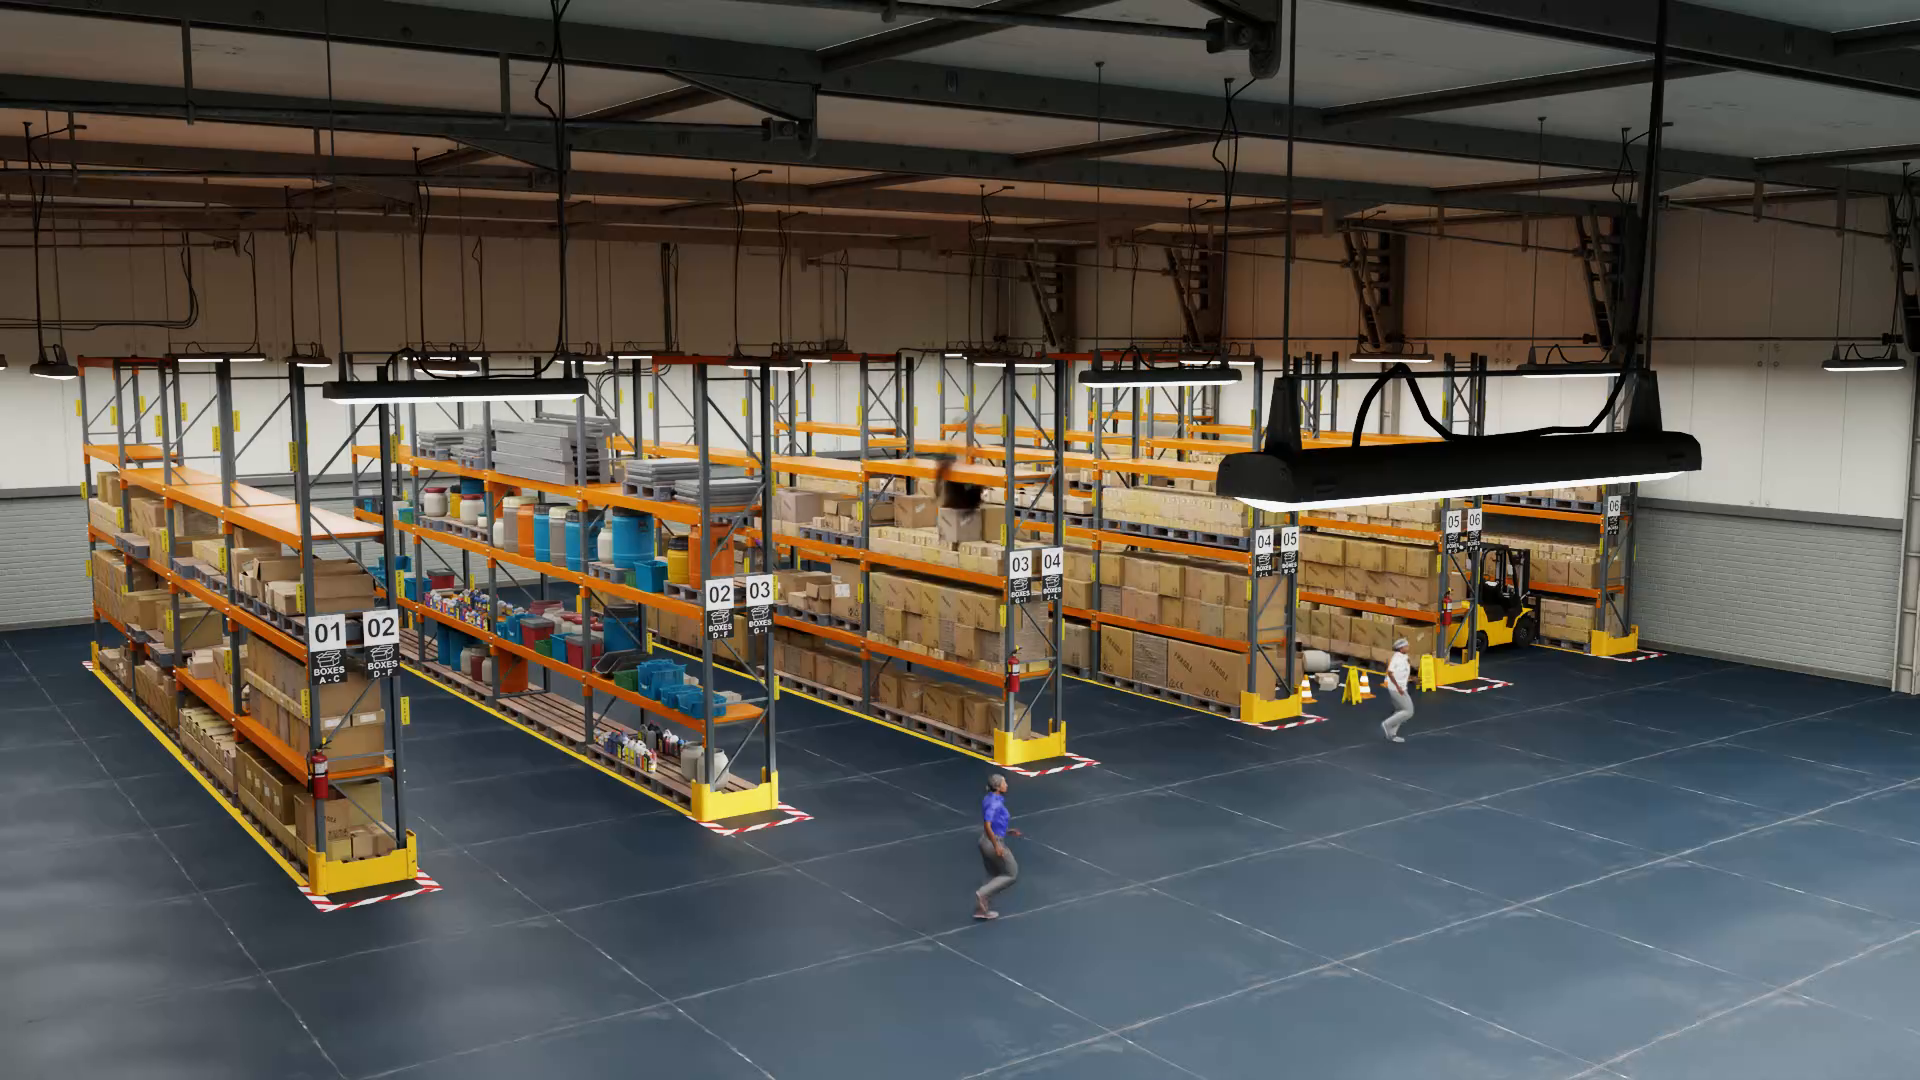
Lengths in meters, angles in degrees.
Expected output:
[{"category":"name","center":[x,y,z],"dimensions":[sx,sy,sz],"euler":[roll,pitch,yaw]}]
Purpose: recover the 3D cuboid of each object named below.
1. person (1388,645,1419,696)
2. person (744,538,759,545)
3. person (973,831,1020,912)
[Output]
[{"category":"person","center":[6.975,1.996,26.112],"dimensions":[0.497,0.851,0.566],"euler":[2,7,12]},{"category":"person","center":[-5.350,0.602,41.446],"dimensions":[0.600,1.481,0.818],"euler":[-4,8,-32]},{"category":"person","center":[0.388,3.622,18.197],"dimensions":[0.499,0.908,0.368],"euler":[-2,7,-15]}]
